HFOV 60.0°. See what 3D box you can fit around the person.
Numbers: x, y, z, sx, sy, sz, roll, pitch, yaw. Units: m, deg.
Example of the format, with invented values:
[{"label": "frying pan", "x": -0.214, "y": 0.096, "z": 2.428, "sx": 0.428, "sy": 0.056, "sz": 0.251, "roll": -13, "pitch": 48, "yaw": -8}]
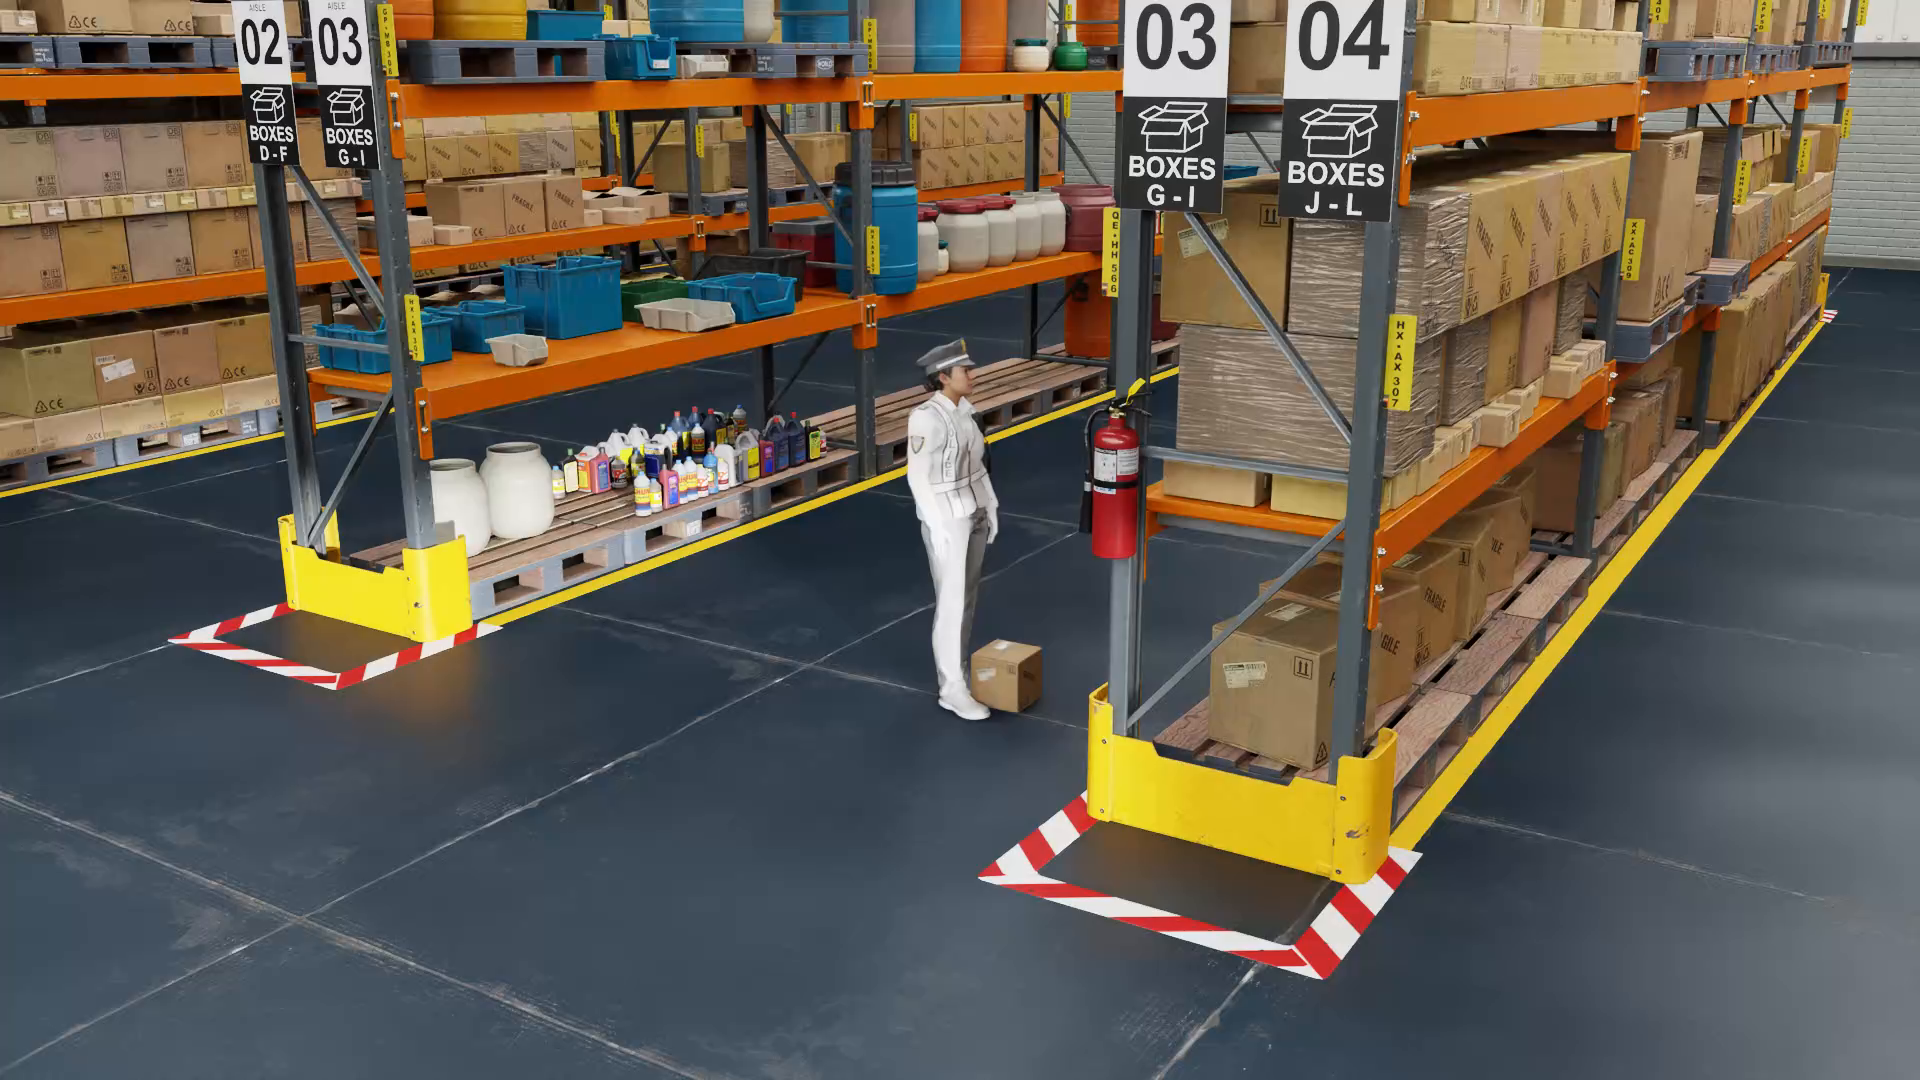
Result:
[{"label": "person", "x": 0.028, "y": -0.083, "z": 7.726, "sx": 0.535, "sy": 1.695, "sz": 0.580, "roll": 10, "pitch": 19, "yaw": 30}]
